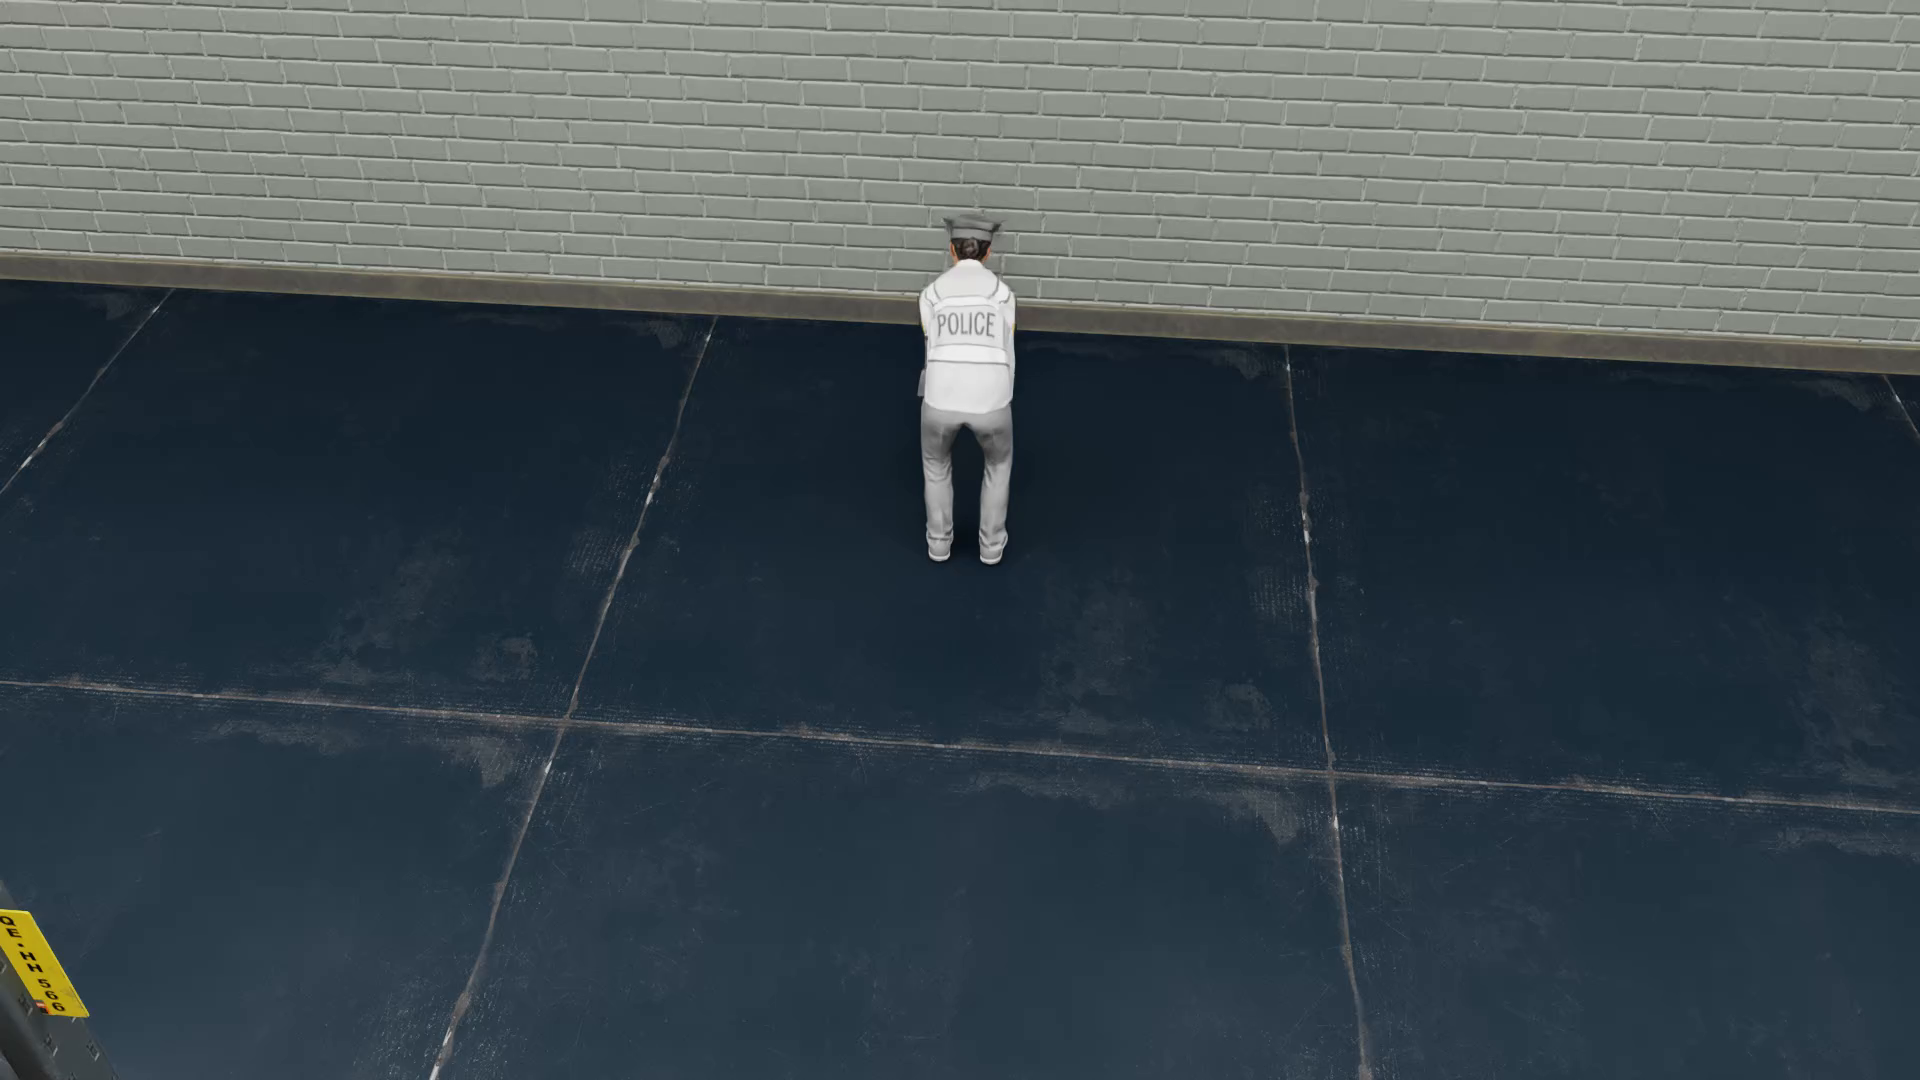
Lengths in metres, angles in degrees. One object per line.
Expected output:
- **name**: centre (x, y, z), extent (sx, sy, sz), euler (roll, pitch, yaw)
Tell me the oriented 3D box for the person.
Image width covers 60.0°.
- **person**: centre (0.033, -0.638, 7.097), extent (0.408, 1.427, 0.814), euler (2, 40, 3)
